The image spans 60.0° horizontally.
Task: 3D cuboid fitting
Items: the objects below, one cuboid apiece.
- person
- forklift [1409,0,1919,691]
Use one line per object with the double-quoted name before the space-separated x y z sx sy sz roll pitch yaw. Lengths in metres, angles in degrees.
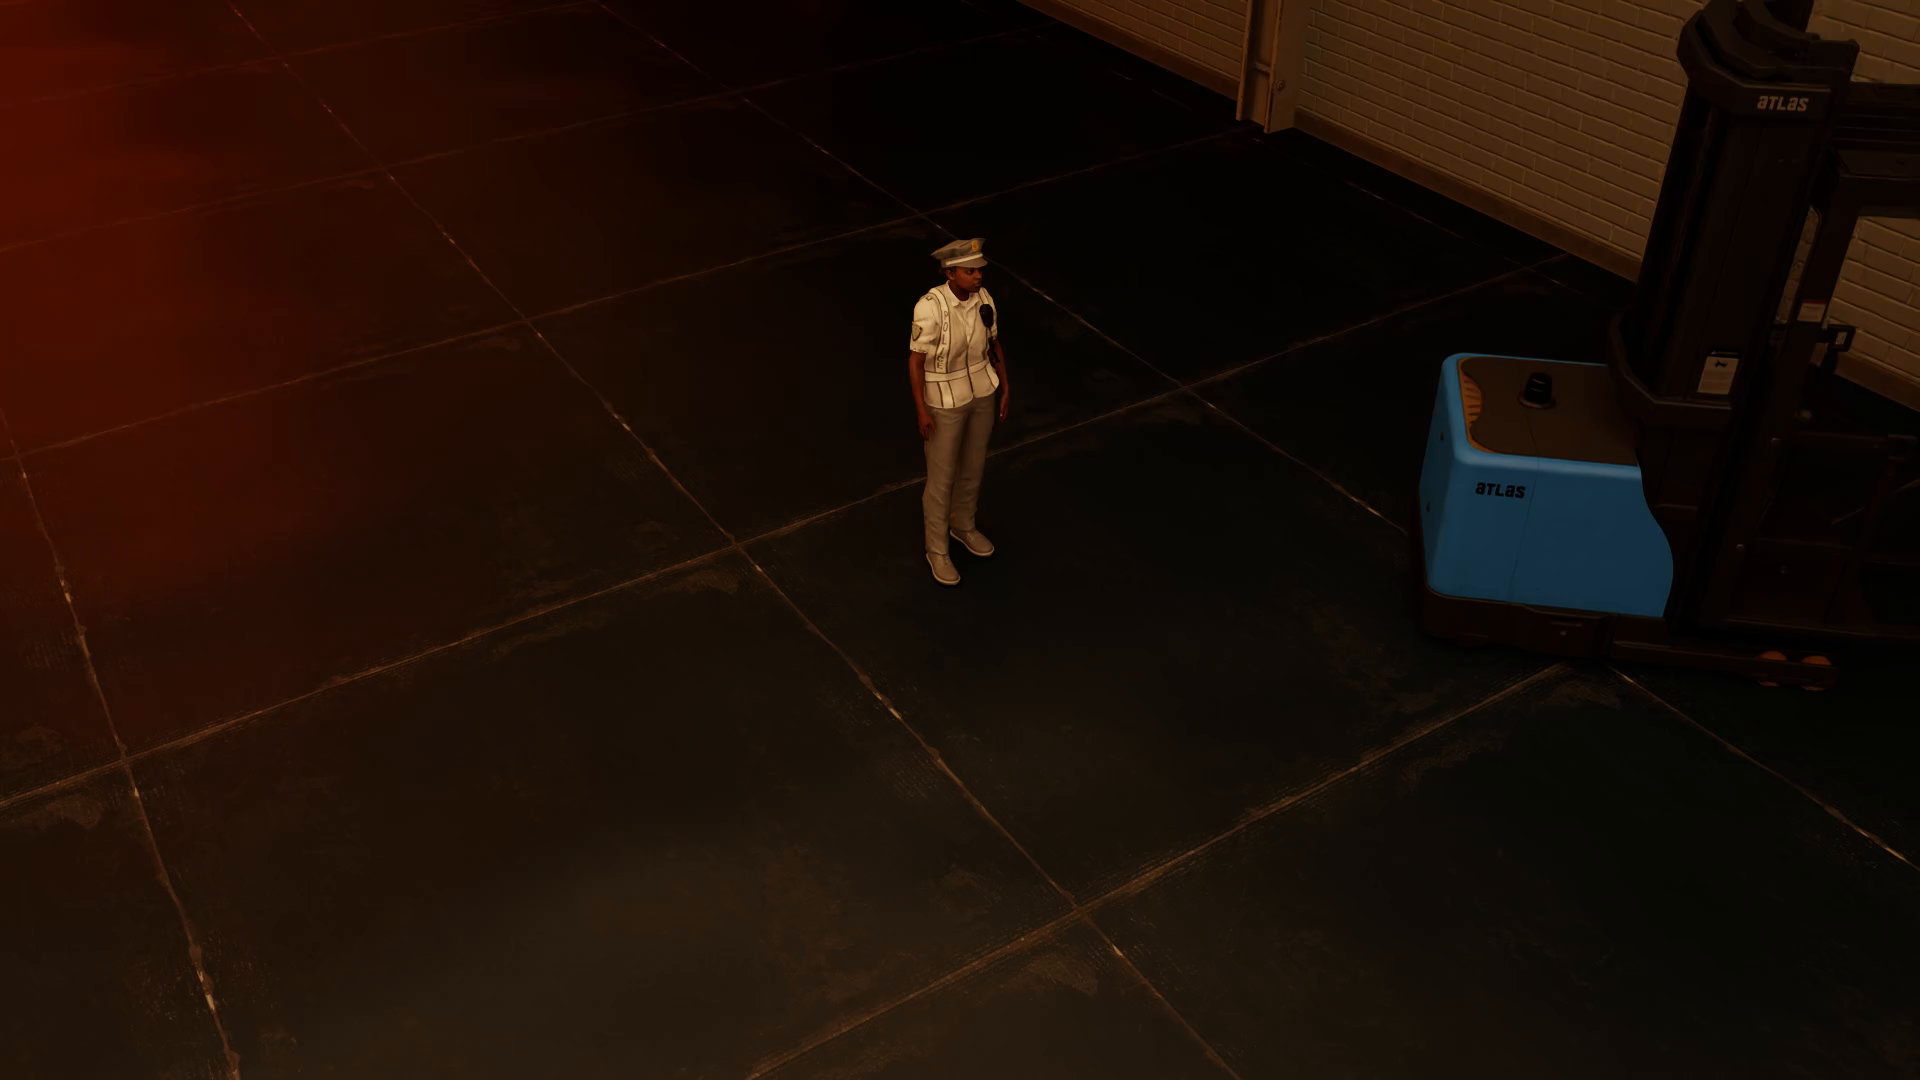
"person" 0.024 -0.657 8.146 0.570 1.695 0.530 -21 40 -27
"forklift" 3.764 -0.830 7.329 3.031 2.935 1.130 6 36 8
